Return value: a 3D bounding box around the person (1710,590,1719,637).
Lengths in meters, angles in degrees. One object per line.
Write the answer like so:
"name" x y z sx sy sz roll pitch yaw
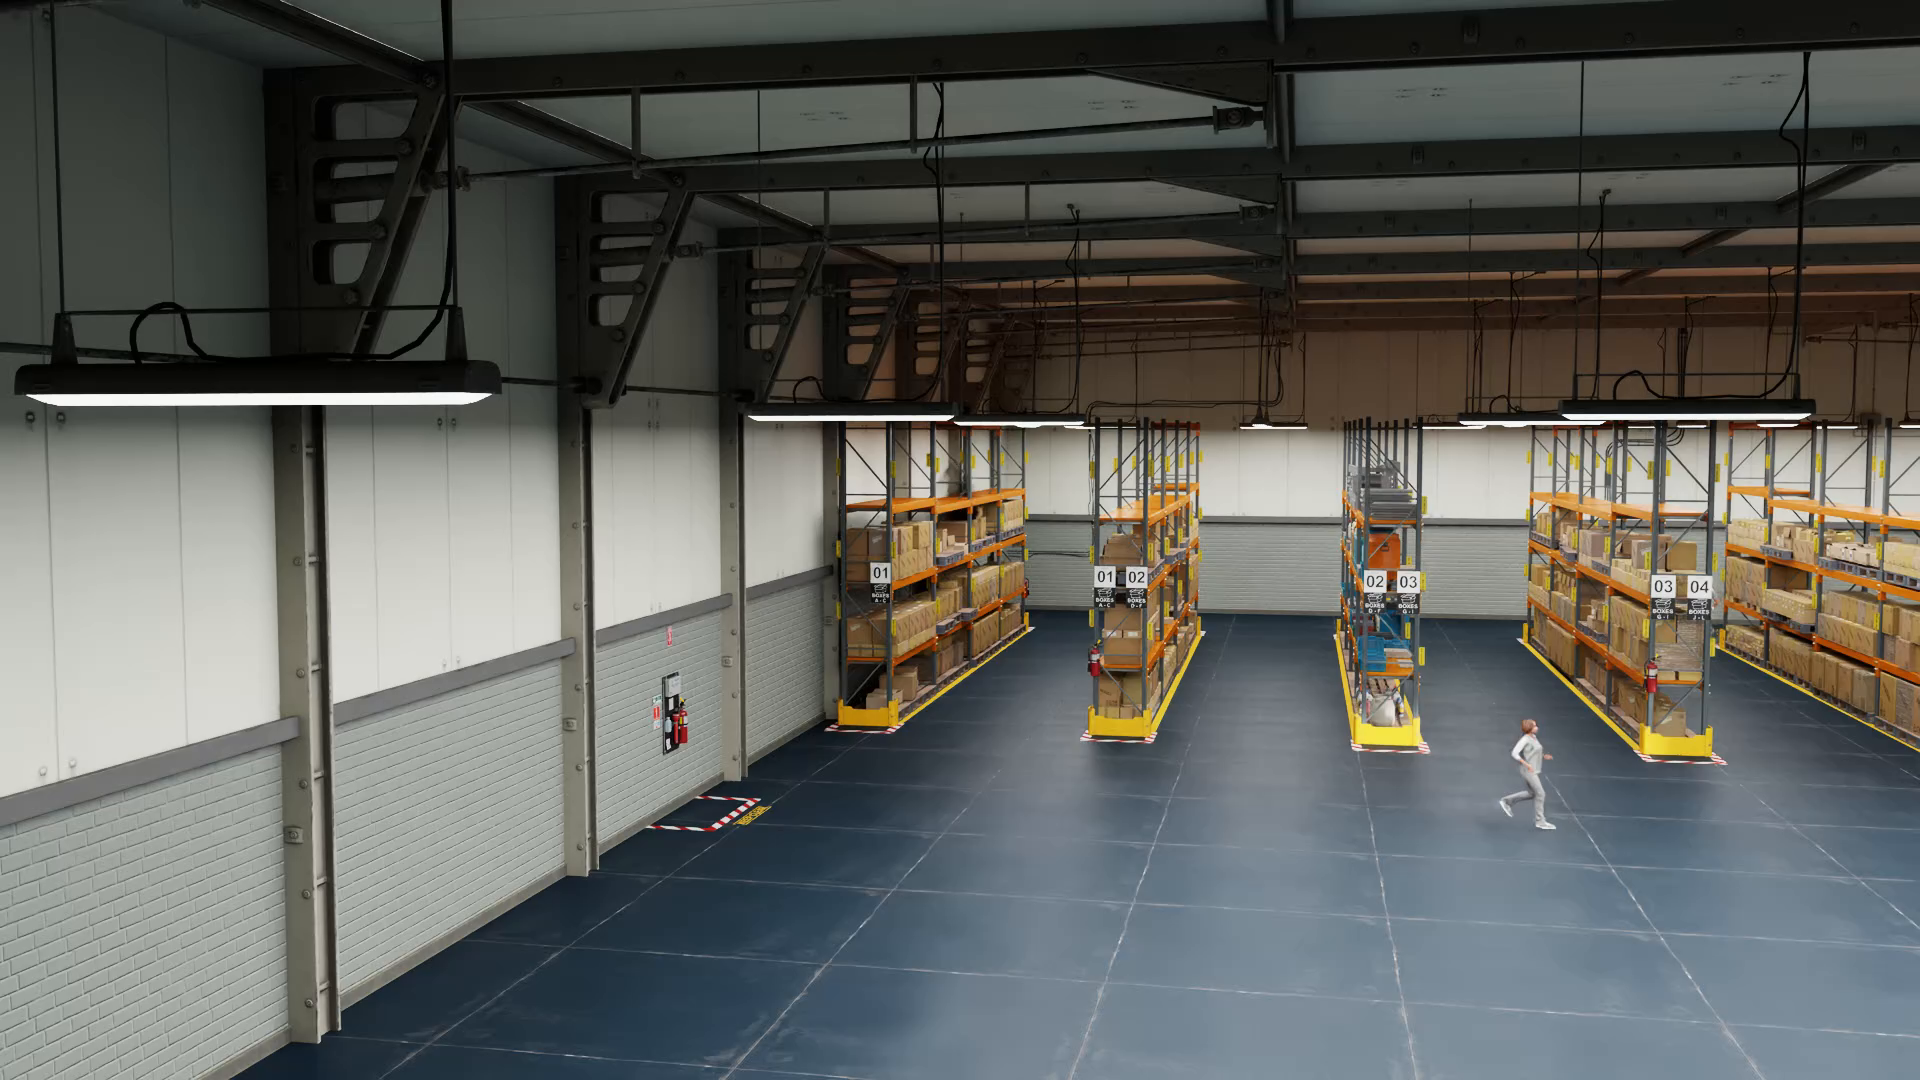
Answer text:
"person" 20.199 1.936 44.962 0.805 1.780 0.705 -1 4 -14

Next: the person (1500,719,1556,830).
"person" 8.224 3.360 24.069 0.812 1.557 0.547 2 4 33

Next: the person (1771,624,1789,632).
"person" 22.327 1.902 45.178 0.814 1.844 0.683 1 4 13
